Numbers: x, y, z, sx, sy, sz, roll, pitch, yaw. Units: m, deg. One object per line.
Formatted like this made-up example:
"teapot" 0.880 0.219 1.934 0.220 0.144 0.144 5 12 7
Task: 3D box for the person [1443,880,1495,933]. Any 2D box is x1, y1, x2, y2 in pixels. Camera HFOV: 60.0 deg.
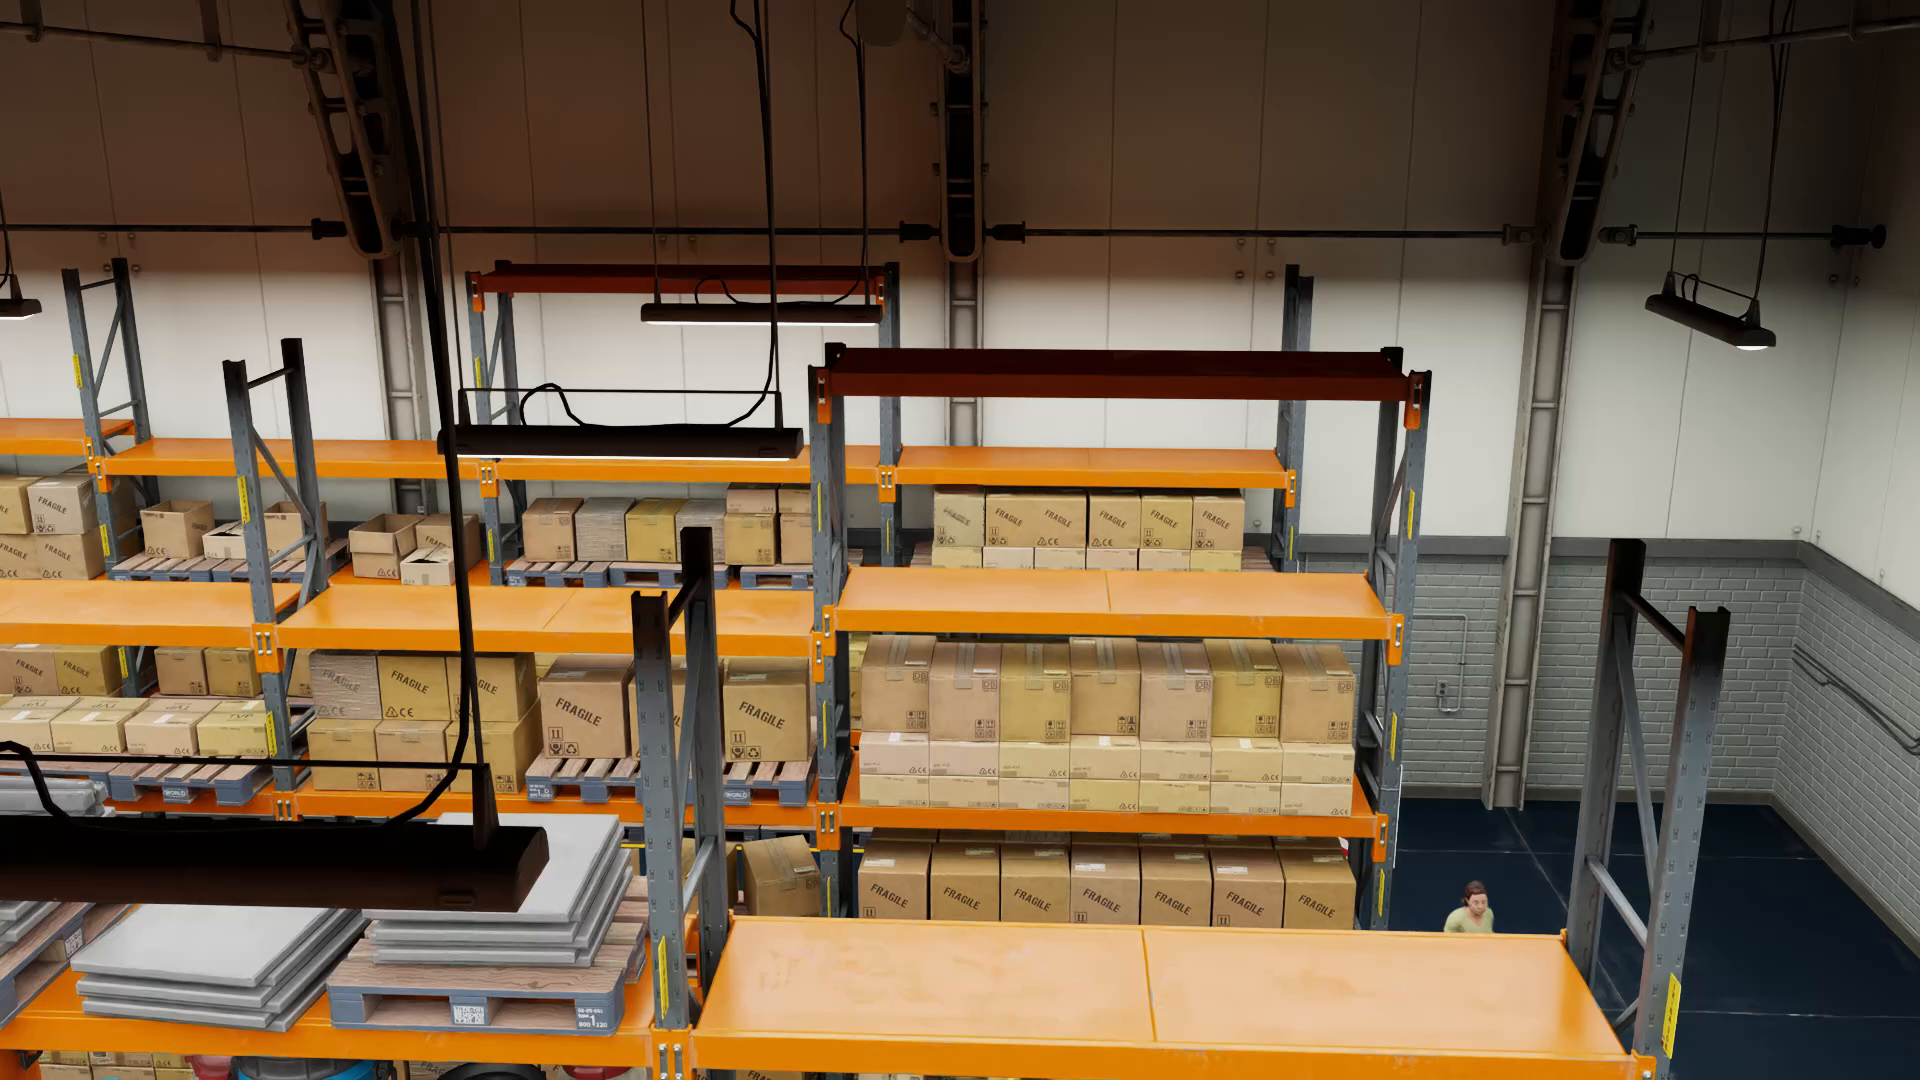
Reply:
"person" 4.133 3.501 13.584 0.547 1.646 0.744 -3 16 -11
